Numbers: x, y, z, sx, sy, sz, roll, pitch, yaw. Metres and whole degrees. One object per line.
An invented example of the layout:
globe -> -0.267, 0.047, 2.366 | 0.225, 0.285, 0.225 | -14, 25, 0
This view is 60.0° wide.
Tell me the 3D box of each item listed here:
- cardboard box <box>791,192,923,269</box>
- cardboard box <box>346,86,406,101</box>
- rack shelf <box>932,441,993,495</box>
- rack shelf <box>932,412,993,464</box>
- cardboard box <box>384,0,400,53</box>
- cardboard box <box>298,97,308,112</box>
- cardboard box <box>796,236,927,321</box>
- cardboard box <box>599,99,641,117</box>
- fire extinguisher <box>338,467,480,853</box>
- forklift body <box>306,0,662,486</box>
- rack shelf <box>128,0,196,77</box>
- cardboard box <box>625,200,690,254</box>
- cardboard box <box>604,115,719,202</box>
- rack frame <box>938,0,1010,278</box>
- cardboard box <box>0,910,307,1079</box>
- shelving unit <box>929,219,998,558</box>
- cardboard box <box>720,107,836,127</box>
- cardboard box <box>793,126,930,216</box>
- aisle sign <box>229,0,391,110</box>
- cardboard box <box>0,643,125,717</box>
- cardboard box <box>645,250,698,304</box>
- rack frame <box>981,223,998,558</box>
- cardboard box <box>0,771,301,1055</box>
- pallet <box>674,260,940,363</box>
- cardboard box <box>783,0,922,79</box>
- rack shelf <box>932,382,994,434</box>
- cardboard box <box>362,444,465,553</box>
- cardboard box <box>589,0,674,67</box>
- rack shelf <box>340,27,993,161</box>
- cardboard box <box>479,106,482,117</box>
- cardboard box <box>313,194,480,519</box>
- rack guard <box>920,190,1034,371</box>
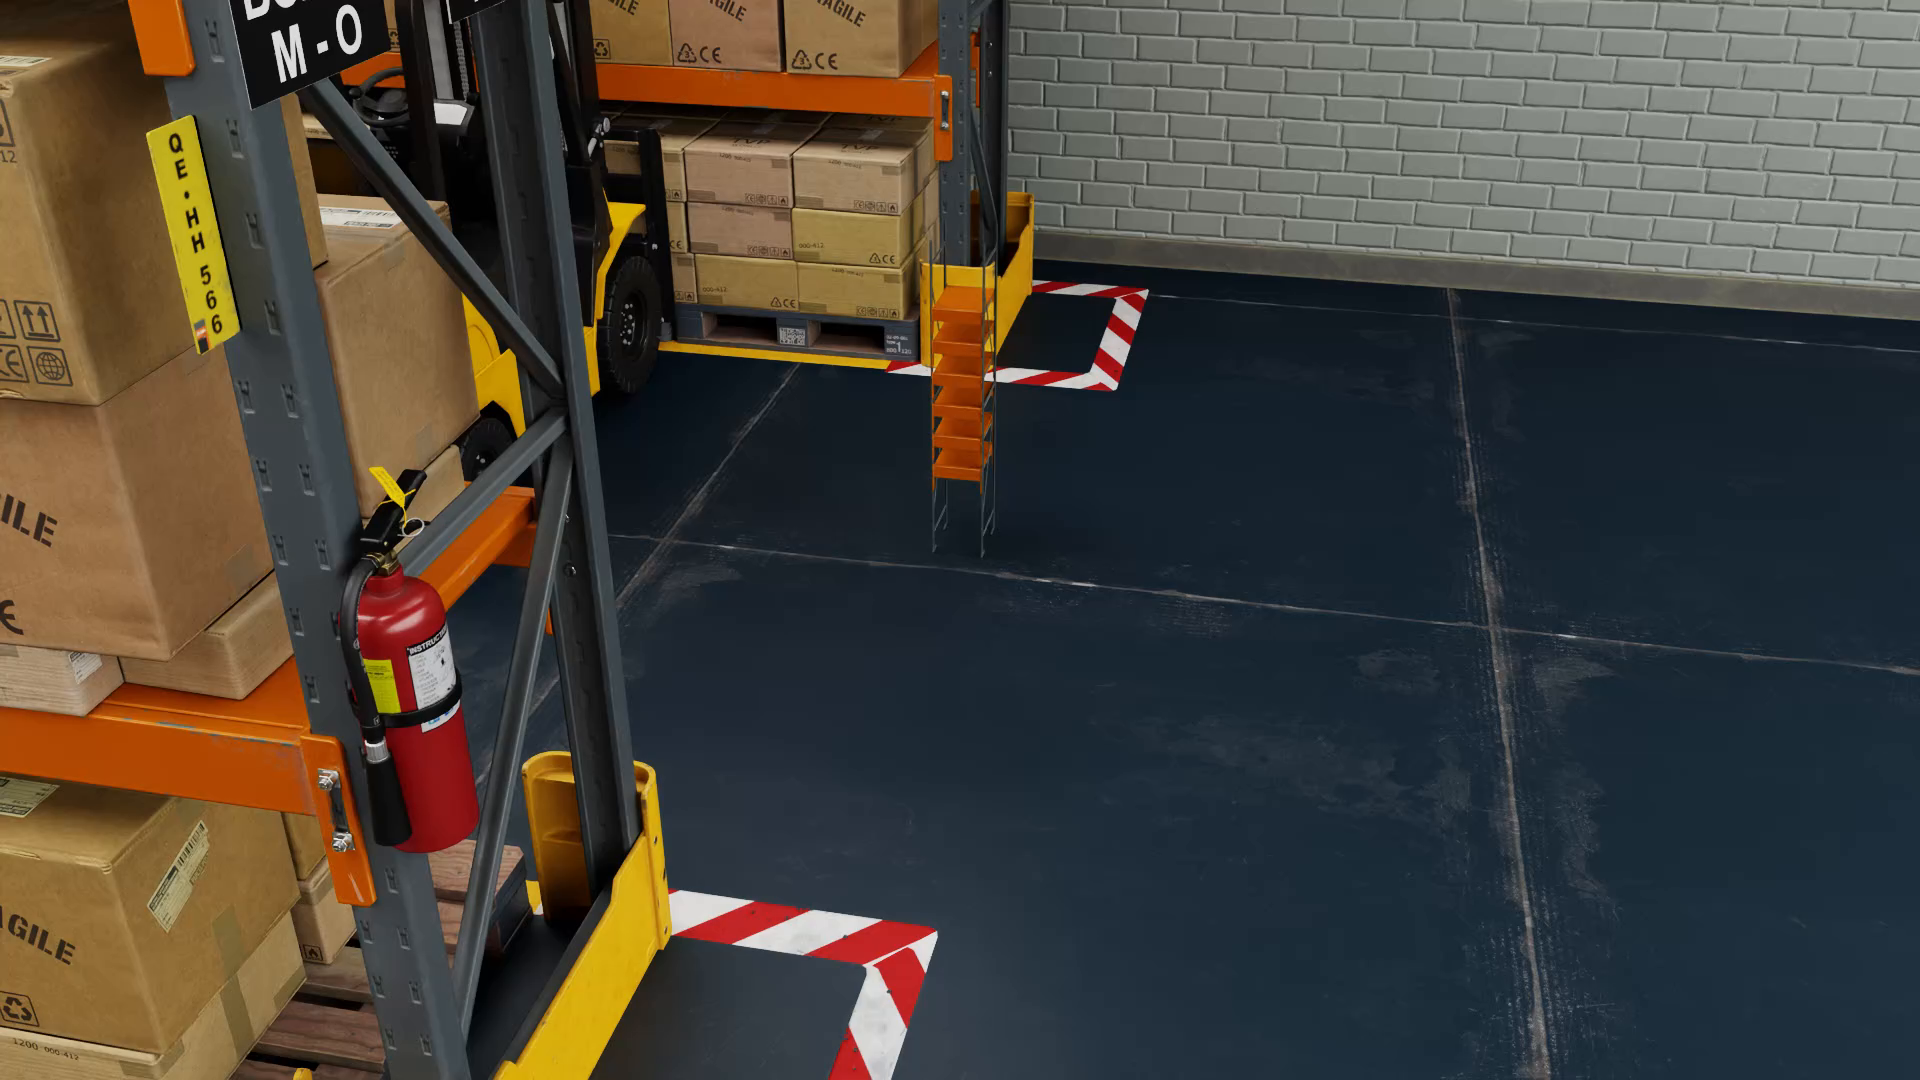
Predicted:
cardboard box -> -0.469, -1.478, 7.731 | 0.500, 0.250, 0.500 | 5, 29, 10
cardboard box -> -2.820, -2.194, 8.518 | 0.500, 0.250, 0.500 | 5, 29, 10
rack shelf -> 0.014, -0.275, 6.096 | 0.180, 0.103, 0.258 | 6, 29, 11
rack shelf -> 0.014, -0.381, 6.038 | 0.180, 0.103, 0.258 | 6, 29, 11
cardboard box -> -2.452, -2.561, 7.701 | 0.500, 0.500, 0.500 | 6, 29, 10
cardboard box -> -3.432, -2.000, 8.165 | 0.500, 0.250, 0.500 | 5, 29, 10
cardboard box -> -0.454, -1.255, 7.845 | 0.500, 0.250, 0.500 | 6, 29, 11
cardboard box -> -1.835, -2.090, 8.329 | 0.500, 0.250, 0.500 | 5, 29, 10
fire extinguisher -> -0.945, 0.215, 2.814 | 0.183, 0.674, 0.296 | 6, 29, 11
forklift body -> -2.164, -1.339, 6.456 | 1.214, 2.155, 2.313 | 6, 29, 11
rack shelf -> -2.917, -1.247, 3.030 | 4.000, 0.370, 1.077 | 6, 29, 11
cardboard box -> -1.467, -1.575, 7.908 | 0.500, 0.250, 0.500 | 5, 29, 9
cardboard box -> -1.440, -1.789, 7.779 | 0.500, 0.250, 0.500 | 6, 29, 11
rack frame -> 0.072, -2.378, 7.470 | 0.127, 3.000, 1.000 | 6, 29, 11
cardboard box -> -1.831, 1.018, 3.693 | 0.500, 0.250, 0.500 | 6, 29, 10
shelving unit -> 0.014, -0.525, 5.959 | 0.189, 1.200, 0.258 | 6, 29, 11
cardboard box -> -0.848, -1.980, 8.128 | 0.500, 0.250, 0.500 | 6, 29, 11
cardboard box -> -0.444, -1.695, 7.606 | 0.500, 0.250, 0.500 | 7, 29, 12
aisle sign -> -0.961, -1.045, 2.327 | 0.004, 0.787, 0.394 | 6, 29, 11
cardboard box -> -1.642, 0.153, 3.108 | 0.250, 0.149, 0.380 | 6, 29, 10
cardboard box -> -1.425, -1.364, 8.043 | 0.500, 0.250, 0.500 | 6, 29, 11
rack frame -> 0.104, -0.516, 5.942 | 0.006, 1.200, 0.240 | 6, 29, 11
cardboard box -> -1.799, 0.688, 3.514 | 0.500, 0.500, 0.500 | 6, 29, 11
pallet -> -0.685, -1.212, 8.244 | 1.213, 0.211, 1.003 | 6, 29, 11
cardboard box -> -0.464, -2.348, 7.311 | 0.500, 0.500, 0.500 | 5, 29, 9
rack shelf -> 0.014, -0.486, 5.981 | 0.180, 0.103, 0.258 | 6, 29, 11
cardboard box -> -1.250, -0.068, 3.512 | 0.250, 0.149, 0.380 | 6, 29, 11
cardboard box -> -1.471, -2.456, 7.508 | 0.500, 0.500, 0.500 | 5, 29, 10
rack shelf -> -1.884, -2.263, 8.009 | 4.000, 0.370, 1.077 | 6, 29, 11
cardboard box -> -2.445, -1.900, 7.981 | 0.500, 0.250, 0.500 | 7, 29, 12
cardboard box -> -1.366, -0.399, 3.441 | 0.500, 0.500, 0.500 | 5, 29, 10
rack guard -> 0.095, -1.279, 8.066 | 0.348, 0.500, 1.175 | 6, 29, 11
